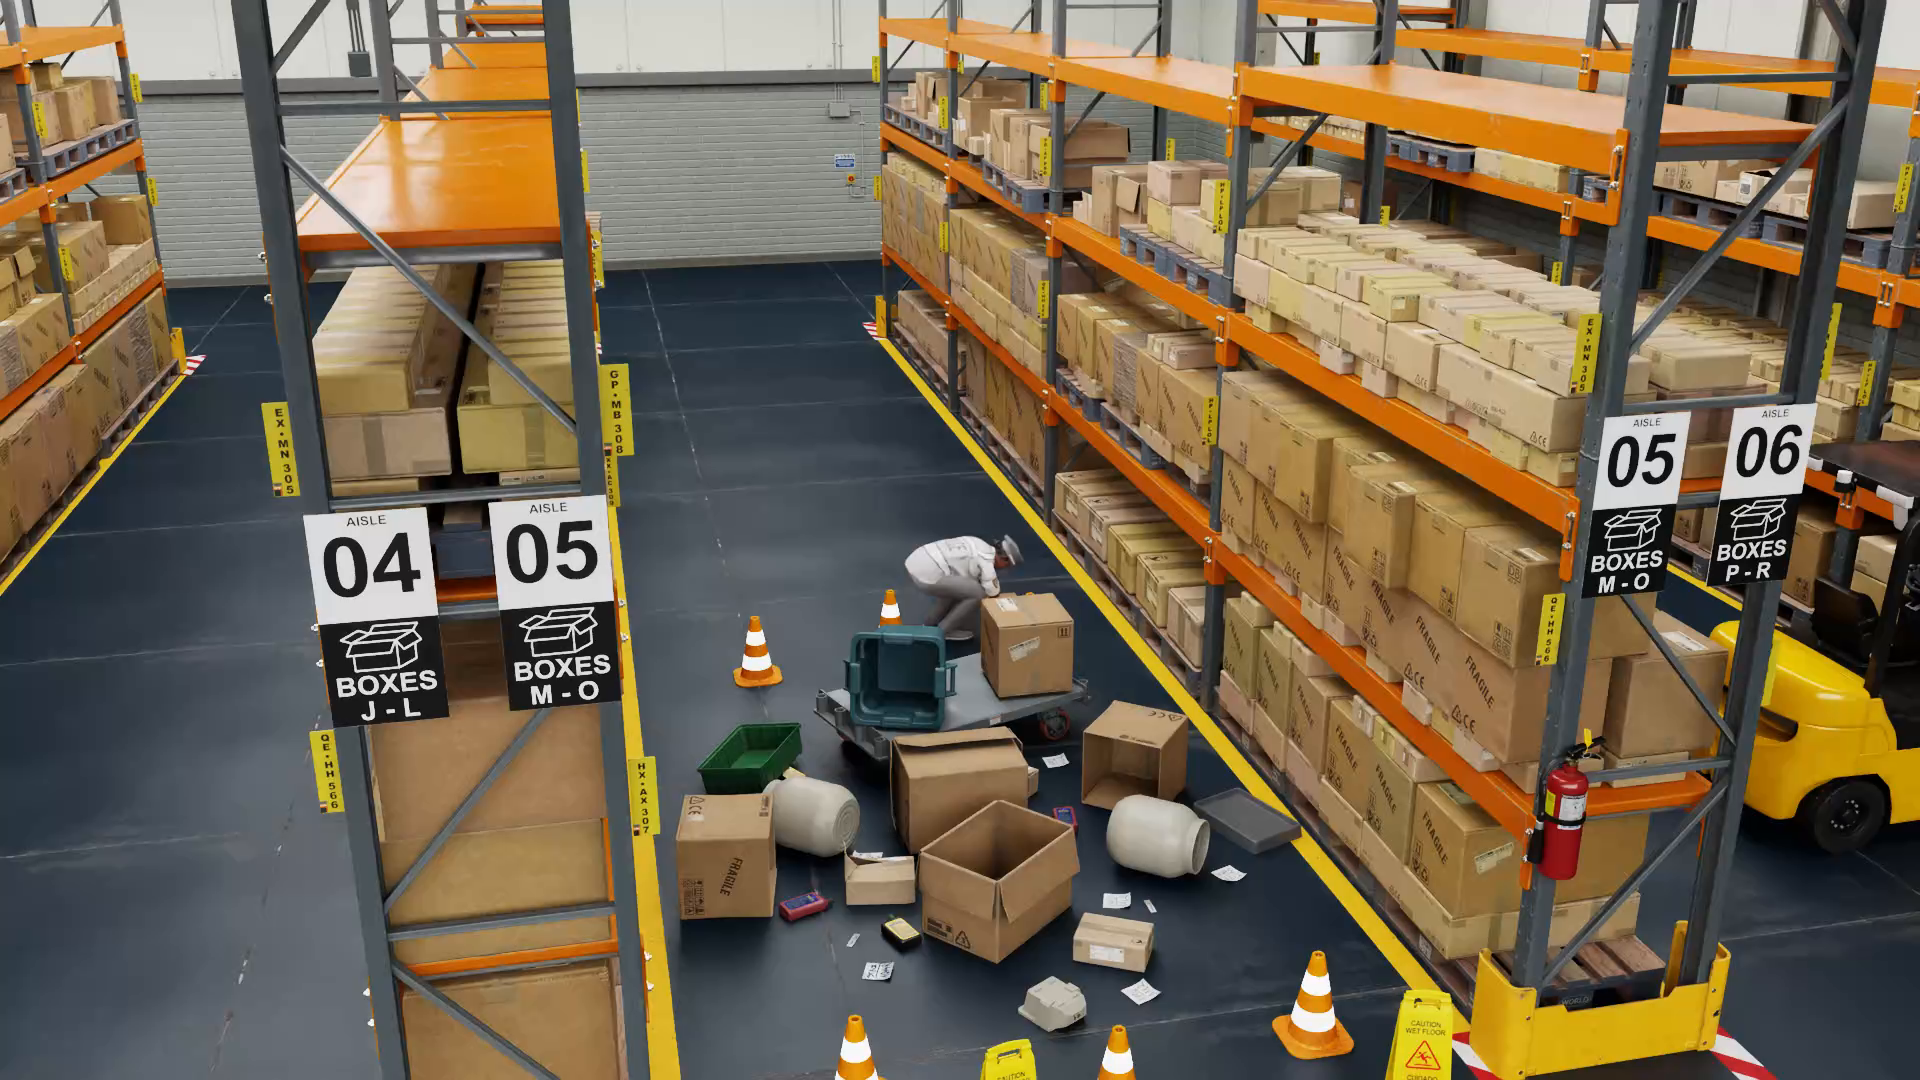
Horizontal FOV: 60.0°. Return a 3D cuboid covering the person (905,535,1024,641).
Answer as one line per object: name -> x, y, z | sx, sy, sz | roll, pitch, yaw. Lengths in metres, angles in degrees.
person -> 0.043, 0.359, 12.704 | 0.928, 0.777, 0.453 | -5, 20, -14
